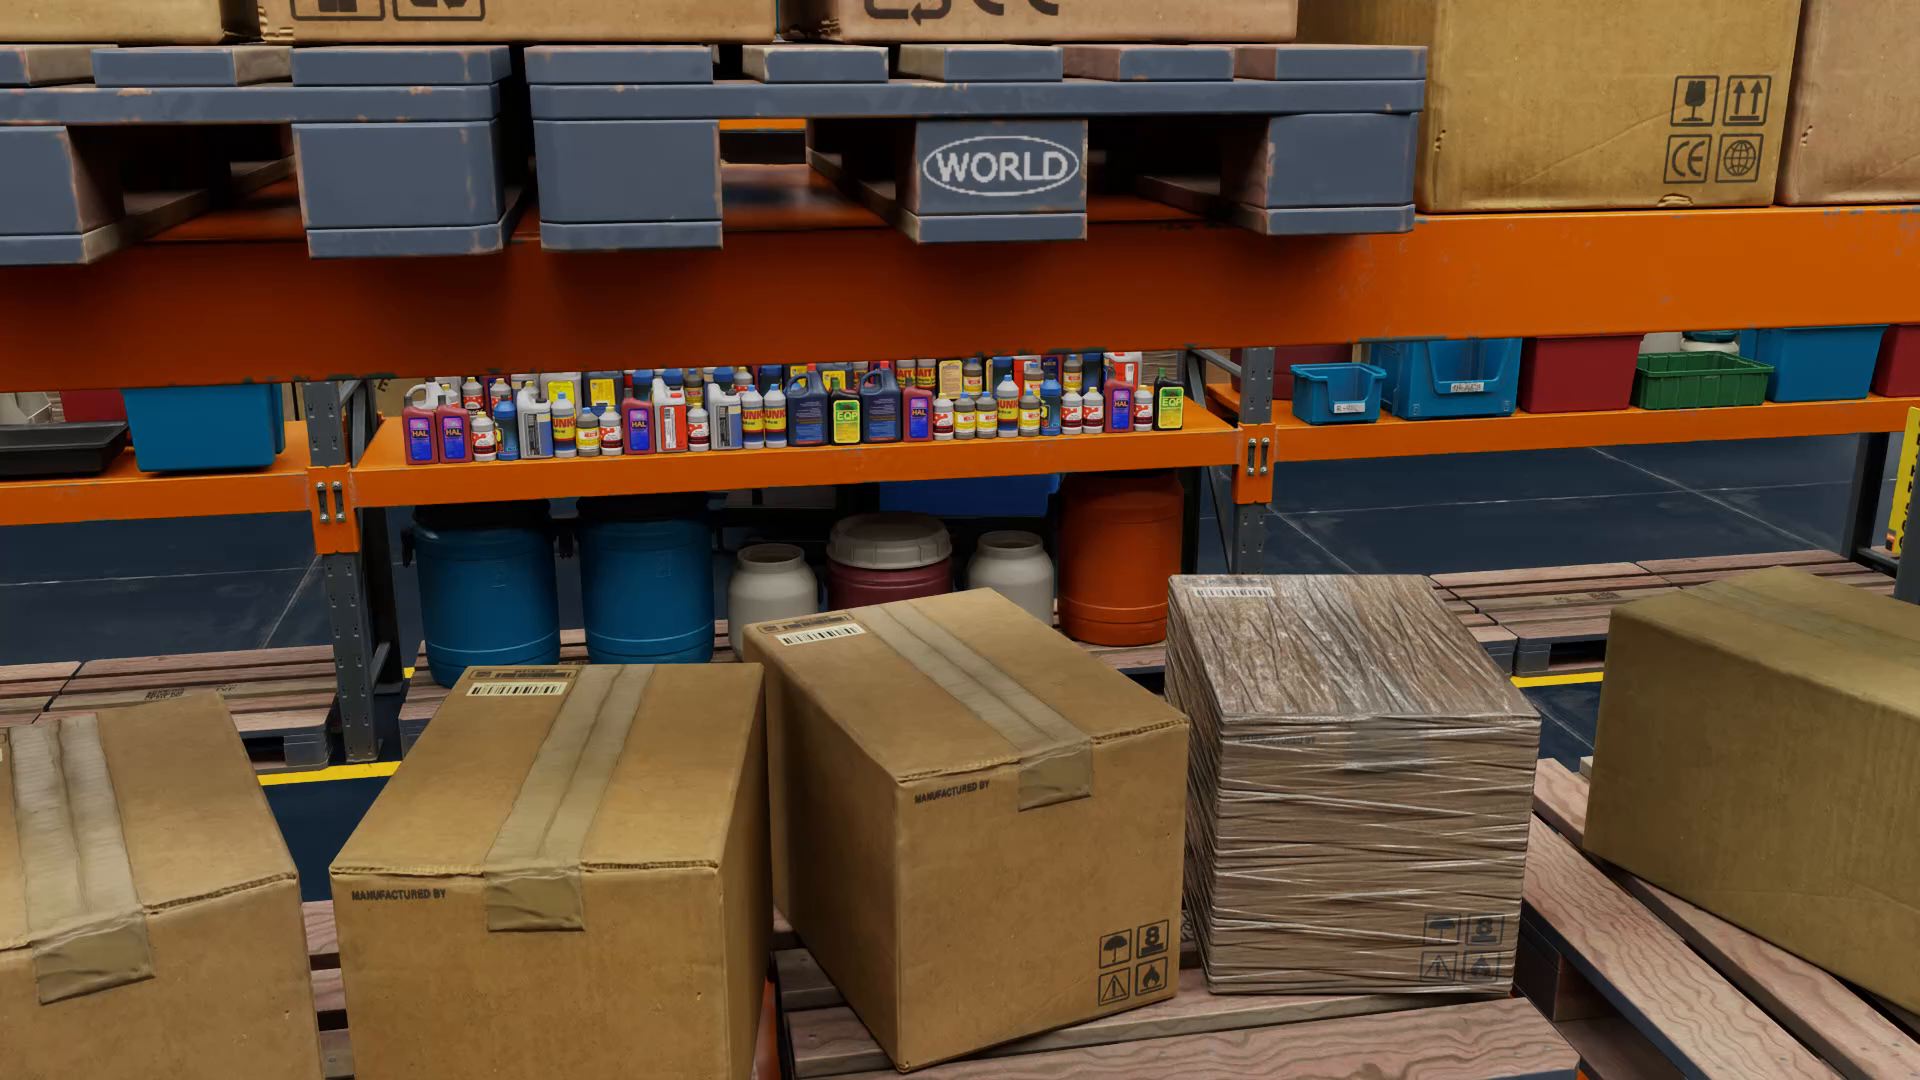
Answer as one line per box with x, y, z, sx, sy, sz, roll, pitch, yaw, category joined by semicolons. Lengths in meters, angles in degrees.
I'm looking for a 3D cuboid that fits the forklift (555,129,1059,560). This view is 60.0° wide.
-0.908;-1.405;9.895;3.031;2.935;1.130;0;17;2;forklift

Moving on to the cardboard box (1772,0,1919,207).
1.266;-0.827;2.616;0.500;0.500;0.910;-3;17;-10;cardboard box

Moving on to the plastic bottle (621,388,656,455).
-1.362;-0.504;7.043;0.133;0.283;0.061;-3;17;-10;plastic bottle

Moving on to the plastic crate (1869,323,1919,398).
4.763;-0.974;8.265;0.583;0.464;0.402;-3;17;-10;plastic crate

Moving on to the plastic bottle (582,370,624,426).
-1.626;-0.704;7.578;0.185;0.351;0.144;-3;17;-10;plastic bottle

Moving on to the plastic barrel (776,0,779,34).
-1.028;-2.626;7.076;0.708;0.901;0.600;-3;17;-10;plastic barrel

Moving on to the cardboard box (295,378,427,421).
-4.278;-1.212;12.053;0.875;0.875;0.875;-3;17;-10;cardboard box

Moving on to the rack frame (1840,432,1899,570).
5.180;-1.059;8.649;0.127;3.000;1.000;-3;17;-10;rack frame

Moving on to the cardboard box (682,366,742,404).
-2.113;-1.317;12.395;0.875;0.875;1.225;-4;17;-12;cardboard box

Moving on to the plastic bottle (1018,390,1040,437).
0.306;-0.565;7.381;0.097;0.201;0.097;0;17;0;plastic bottle

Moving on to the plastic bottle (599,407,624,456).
-1.479;-0.464;7.051;0.097;0.201;0.097;0;17;0;plastic bottle

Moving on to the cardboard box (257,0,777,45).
-0.578;-0.966;2.182;0.600;0.600;0.600;-3;17;-11;cardboard box

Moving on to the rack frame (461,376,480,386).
-3.614;-2.041;11.847;0.127;3.000;1.000;-3;17;-10;rack frame

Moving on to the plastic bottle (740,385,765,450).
-0.892;-0.530;7.149;0.097;0.271;0.097;0;17;0;plastic bottle

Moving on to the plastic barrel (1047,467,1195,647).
0.775;0.033;8.076;0.708;0.830;0.600;-3;17;-10;plastic barrel

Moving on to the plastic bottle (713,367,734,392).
-1.094;-0.700;7.703;0.097;0.271;0.097;0;17;0;plastic bottle

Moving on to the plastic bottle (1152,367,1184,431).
0.936;-0.634;7.467;0.133;0.283;0.061;-3;17;-10;plastic bottle

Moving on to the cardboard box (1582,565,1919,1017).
1.592;0.411;2.978;0.500;0.500;0.700;-10;20;-29;cardboard box

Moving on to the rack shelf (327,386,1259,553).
-0.711;-0.380;7.667;4.000;0.370;1.077;-3;17;-10;rack shelf

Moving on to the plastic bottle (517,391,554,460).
-1.789;-0.490;7.009;0.135;0.276;0.152;-3;17;-10;plastic bottle

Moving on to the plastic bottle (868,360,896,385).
-0.377;-0.798;7.999;0.133;0.283;0.061;-3;17;-10;plastic bottle

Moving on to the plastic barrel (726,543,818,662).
-0.871;0.305;7.732;0.421;0.512;0.421;0;17;0;plastic barrel

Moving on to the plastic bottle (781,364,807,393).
-0.753;-0.796;7.879;0.185;0.351;0.144;-3;17;-10;plastic bottle

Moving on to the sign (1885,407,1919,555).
2.080;-0.121;3.624;0.005;0.325;0.100;-3;17;-10;sign

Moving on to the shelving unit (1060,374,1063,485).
0.738;-0.485;10.102;0.252;1.050;0.215;0;17;2;shelving unit

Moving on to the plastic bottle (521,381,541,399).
-1.949;-0.619;7.555;0.097;0.201;0.097;0;17;0;plastic bottle

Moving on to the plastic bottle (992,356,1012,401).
0.205;-0.801;8.031;0.097;0.271;0.097;0;17;0;plastic bottle

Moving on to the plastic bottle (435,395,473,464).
-2.103;-0.462;6.906;0.133;0.283;0.061;-3;17;-10;plastic bottle

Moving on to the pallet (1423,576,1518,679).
2.021;0.465;8.437;1.213;0.211;1.003;-3;17;-10;pallet

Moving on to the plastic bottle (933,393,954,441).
-0.076;-0.543;7.310;0.097;0.201;0.097;0;17;0;plastic bottle

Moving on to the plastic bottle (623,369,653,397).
-1.495;-0.717;7.749;0.135;0.276;0.152;-3;17;-10;plastic bottle

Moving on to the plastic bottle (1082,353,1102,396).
0.647;-0.845;8.172;0.097;0.271;0.097;0;17;0;plastic bottle

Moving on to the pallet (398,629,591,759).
-1.909;0.689;7.709;1.213;0.211;1.003;-3;17;-10;pallet

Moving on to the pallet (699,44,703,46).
-3.287;-6.350;21.089;1.213;0.211;1.003;-2;17;-8;pallet

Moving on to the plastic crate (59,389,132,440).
-3.599;-0.695;7.254;0.583;0.464;0.402;-3;17;-10;plastic crate

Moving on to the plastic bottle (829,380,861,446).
-0.498;-0.553;7.202;0.133;0.283;0.061;-3;17;-10;plastic bottle

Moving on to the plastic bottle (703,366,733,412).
-1.135;-0.738;7.816;0.135;0.276;0.152;-3;17;-10;plastic bottle

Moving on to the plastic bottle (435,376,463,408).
-2.349;-0.669;7.592;0.135;0.276;0.152;-3;17;-10;plastic bottle

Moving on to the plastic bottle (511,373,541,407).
-1.990;-0.689;7.658;0.135;0.276;0.152;-3;17;-10;plastic bottle

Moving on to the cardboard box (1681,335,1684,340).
5.796;-1.594;13.936;0.500;0.500;0.500;-5;18;-15;cardboard box

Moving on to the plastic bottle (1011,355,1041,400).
0.312;-0.820;8.083;0.135;0.276;0.152;-3;17;-10;plastic bottle

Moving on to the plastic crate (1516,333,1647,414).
2.897;-0.868;7.920;0.583;0.464;0.402;-3;17;-10;plastic crate

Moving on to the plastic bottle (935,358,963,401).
-0.055;-0.816;8.059;0.133;0.283;0.061;-3;17;-10;plastic bottle

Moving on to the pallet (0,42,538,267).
-1.085;-0.545;2.188;1.003;0.211;1.213;-3;17;-10;pallet

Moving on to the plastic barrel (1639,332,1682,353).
3.479;-1.093;8.529;0.433;0.535;0.433;0;17;0;plastic barrel

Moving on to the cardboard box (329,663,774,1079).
-0.568;0.548;2.533;0.500;0.500;0.700;-1;17;-2;cardboard box

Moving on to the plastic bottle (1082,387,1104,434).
0.593;-0.581;7.434;0.097;0.201;0.097;0;17;0;plastic bottle

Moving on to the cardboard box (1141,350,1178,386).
1.509;-1.357;13.128;0.500;0.500;0.700;-5;18;-15;cardboard box

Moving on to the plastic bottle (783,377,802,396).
-0.728;-0.583;7.320;0.097;0.271;0.097;0;17;0;plastic bottle

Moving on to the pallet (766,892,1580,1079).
0.280;0.794;2.945;1.213;0.211;1.003;-3;17;-10;pallet
